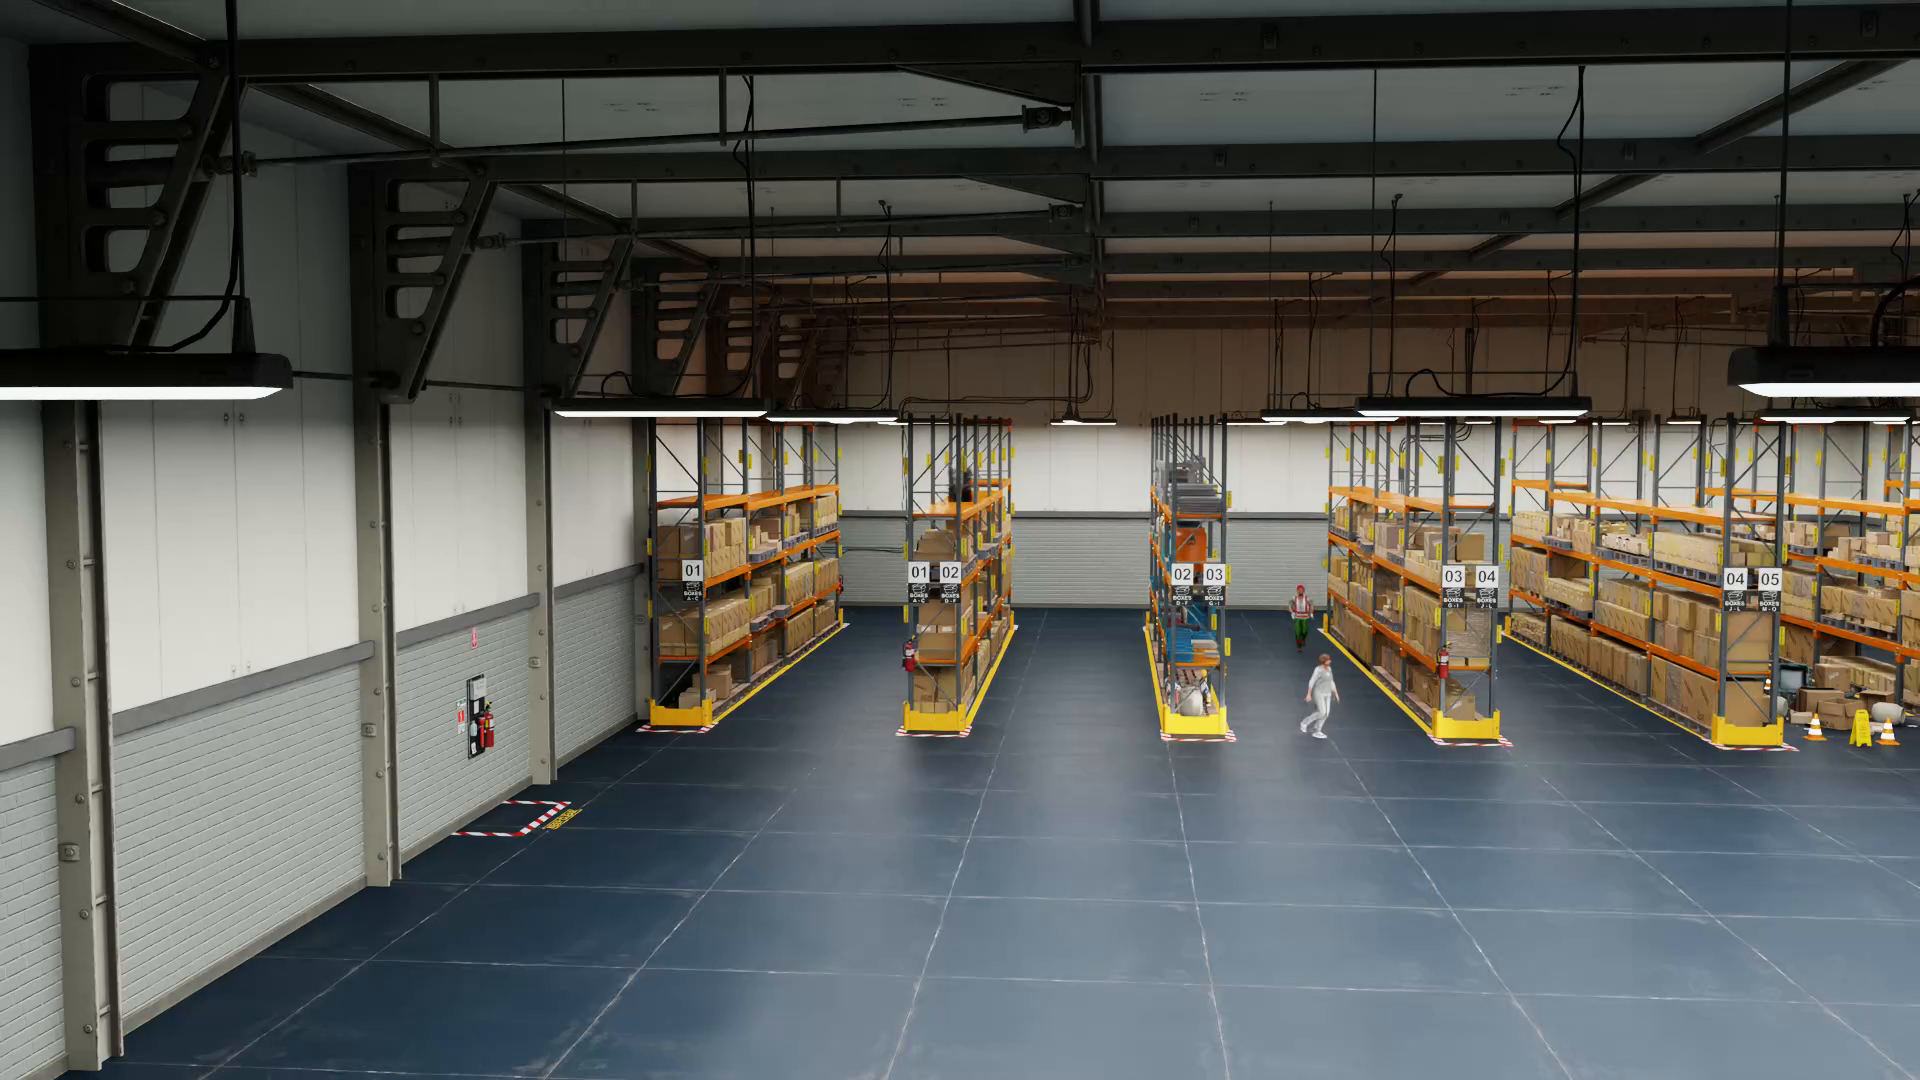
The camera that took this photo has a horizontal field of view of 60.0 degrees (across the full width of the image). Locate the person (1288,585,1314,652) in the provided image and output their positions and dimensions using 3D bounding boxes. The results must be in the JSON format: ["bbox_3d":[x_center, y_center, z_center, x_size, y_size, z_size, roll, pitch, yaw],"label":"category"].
[{"bbox_3d":[8.721,2.000,42.540,0.649,1.728,0.629,1,4,8],"label":"person"}]

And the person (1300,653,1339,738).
[{"bbox_3d":[6.621,2.876,30.694,0.645,1.562,0.527,-3,5,-40],"label":"person"}]
